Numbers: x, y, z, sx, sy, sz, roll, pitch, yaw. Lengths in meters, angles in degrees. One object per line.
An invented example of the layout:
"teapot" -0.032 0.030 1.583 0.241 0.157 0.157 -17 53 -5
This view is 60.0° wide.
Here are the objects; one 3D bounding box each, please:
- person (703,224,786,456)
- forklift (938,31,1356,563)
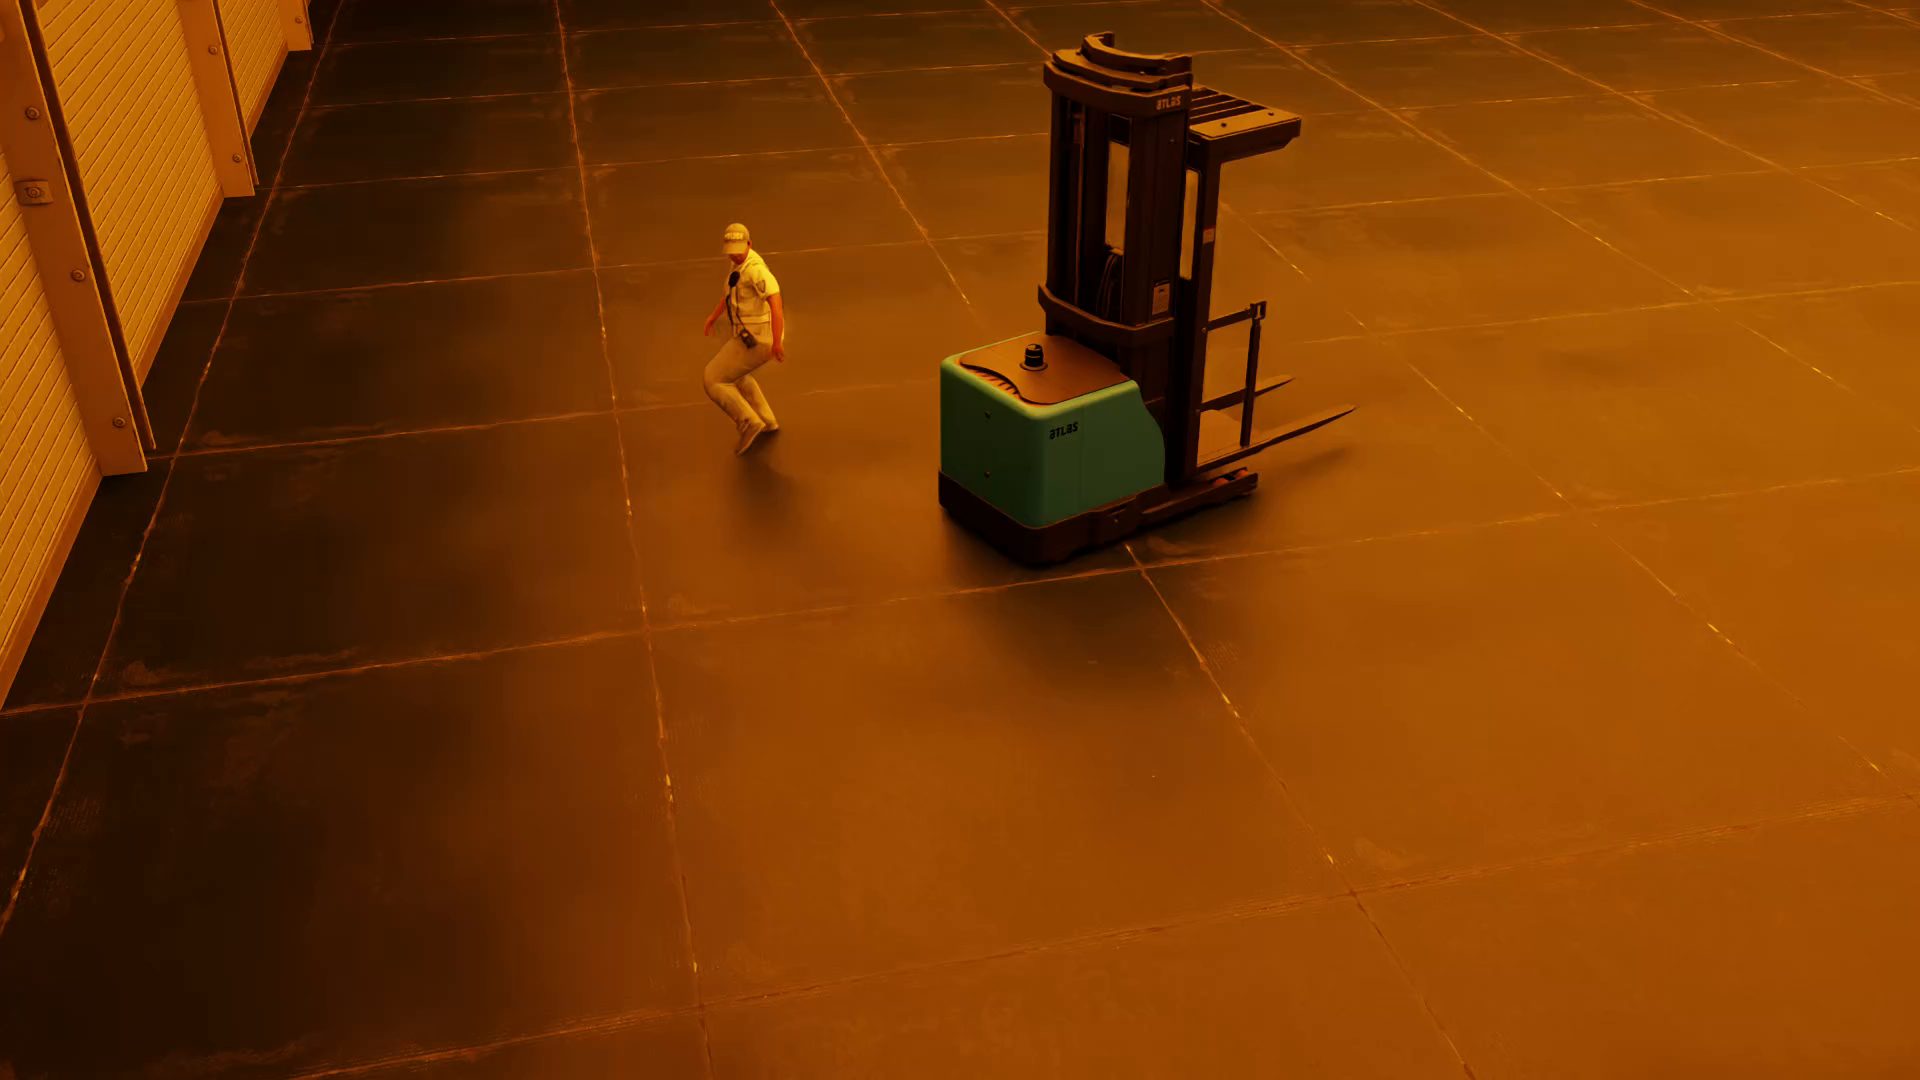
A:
"person" -1.466 -1.386 11.338 0.619 1.583 0.706 0 30 0
"forklift" 1.355 -1.700 10.512 3.031 2.935 1.130 -20 35 -30
